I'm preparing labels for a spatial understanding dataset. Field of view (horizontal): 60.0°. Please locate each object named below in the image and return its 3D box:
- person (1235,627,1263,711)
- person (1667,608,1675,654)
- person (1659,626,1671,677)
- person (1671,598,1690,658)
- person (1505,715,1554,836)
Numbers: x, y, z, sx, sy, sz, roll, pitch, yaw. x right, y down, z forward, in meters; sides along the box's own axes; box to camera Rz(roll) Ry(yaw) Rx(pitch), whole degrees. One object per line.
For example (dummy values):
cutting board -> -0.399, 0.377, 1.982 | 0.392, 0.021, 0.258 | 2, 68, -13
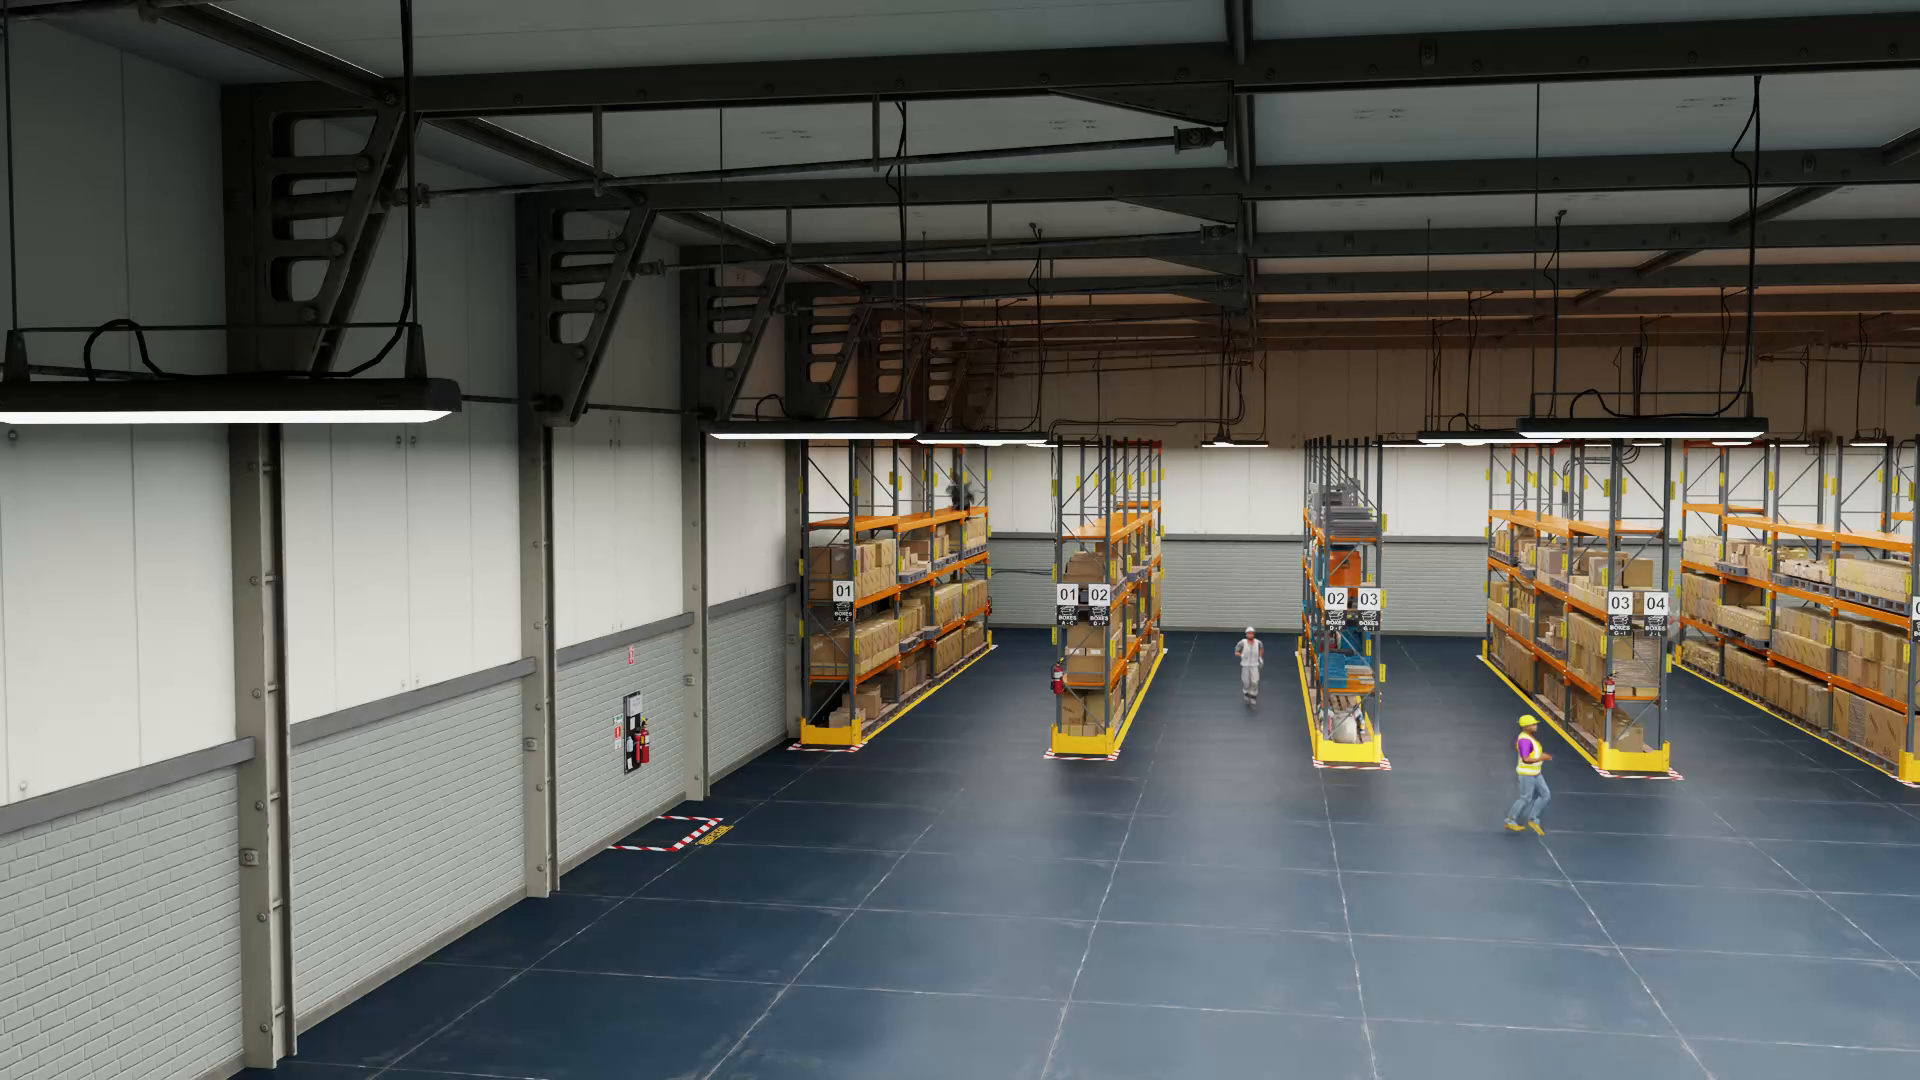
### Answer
person -> 6.402, 2.836, 36.828 | 0.633, 1.829, 0.816 | 0, 3, 6
person -> 19.263, 2.397, 45.868 | 0.816, 1.733, 0.793 | 1, 3, 23
person -> 17.545, 2.671, 41.820 | 0.608, 1.630, 0.654 | 1, 3, 14
person -> 19.891, 2.417, 45.727 | 0.815, 1.726, 0.637 | 0, 3, 7
person -> 8.479, 3.506, 24.712 | 0.706, 1.812, 0.673 | 2, 4, 33
